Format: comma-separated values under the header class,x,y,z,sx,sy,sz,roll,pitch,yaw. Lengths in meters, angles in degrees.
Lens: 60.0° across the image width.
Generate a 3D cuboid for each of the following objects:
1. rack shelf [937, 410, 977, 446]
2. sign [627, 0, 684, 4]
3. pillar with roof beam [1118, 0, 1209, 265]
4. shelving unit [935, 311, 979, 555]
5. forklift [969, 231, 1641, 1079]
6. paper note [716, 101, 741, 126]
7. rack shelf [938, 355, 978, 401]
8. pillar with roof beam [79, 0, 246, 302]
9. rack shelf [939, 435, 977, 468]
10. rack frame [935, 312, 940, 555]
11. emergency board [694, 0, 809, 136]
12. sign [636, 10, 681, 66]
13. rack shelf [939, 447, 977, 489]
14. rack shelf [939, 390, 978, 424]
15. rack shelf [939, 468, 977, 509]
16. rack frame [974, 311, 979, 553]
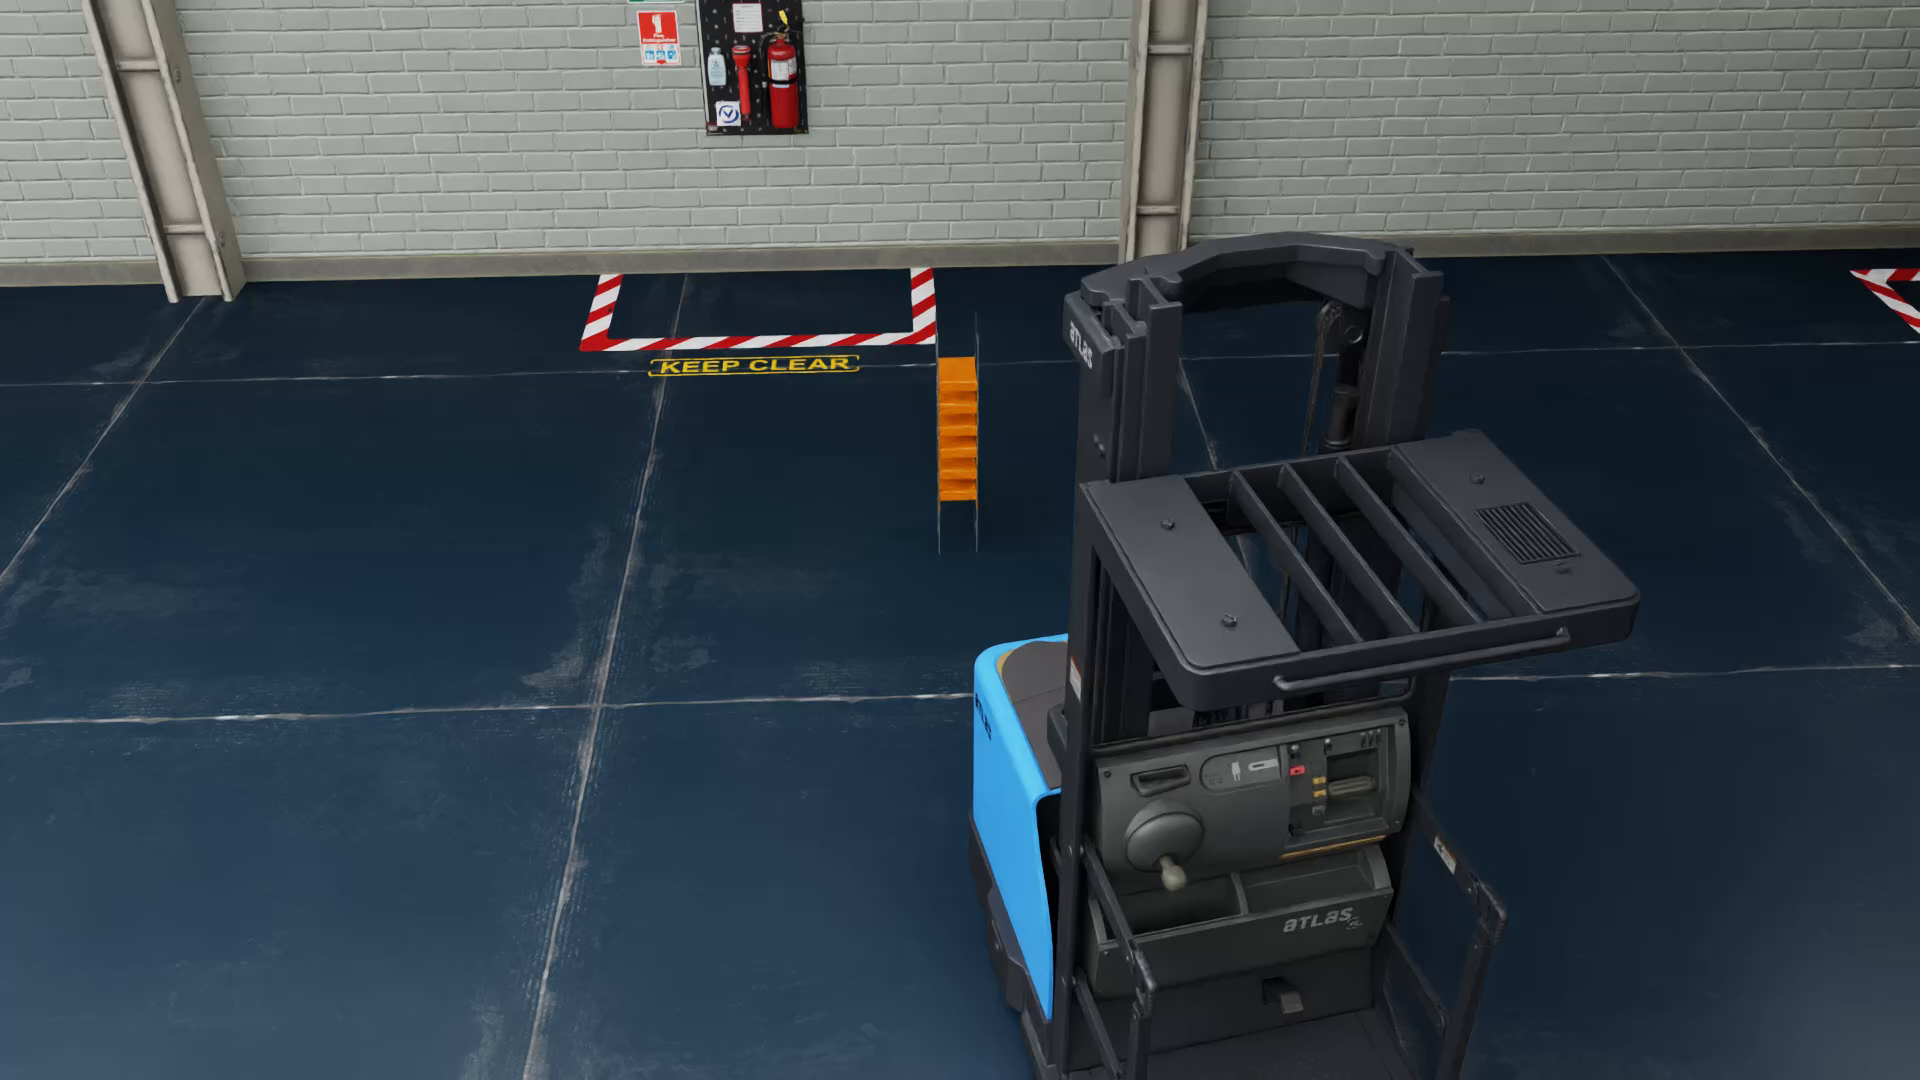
class,x,y,z,sx,sy,sz,roll,pitch,yaw
rack shelf,-0.014,-0.555,7.865,0.180,0.103,0.258,-2,35,-2
sign,-1.786,-3.200,9.742,0.331,0.109,0.001,-2,35,-2
pillar with roof beam,1.440,-2.994,4.668,0.400,9.000,9.100,-2,35,-2
shelving unit,-0.014,-0.493,7.908,0.189,1.200,0.258,-2,35,-2
forklift,0.891,0.798,4.522,1.130,2.935,3.031,-8,36,-12
paper note,-1.414,-2.601,10.147,0.142,0.148,0.016,-2,35,-2
rack shelf,-0.014,-0.752,7.728,0.180,0.103,0.258,-2,35,-2
pillar with roof beam,-4.553,-2.832,4.435,0.400,9.000,9.100,-2,35,-2
rack shelf,-0.014,-0.456,7.933,0.180,0.103,0.258,-2,35,-2
rack frame,-0.106,-0.491,7.904,0.006,1.200,0.240,-2,35,-2
emergency board,-1.234,-2.929,9.847,0.643,1.169,0.194,-2,35,-2
sign,-1.791,-2.988,9.900,0.234,0.329,0.001,-2,35,-2
rack shelf,-0.014,-0.358,8.002,0.180,0.103,0.258,-2,35,-2
rack shelf,-0.014,-0.654,7.797,0.180,0.103,0.258,-2,35,-2
rack shelf,-0.014,-0.259,8.070,0.180,0.103,0.258,-2,35,-2
rack frame,0.077,-0.495,7.912,0.006,1.200,0.240,-2,35,-2
